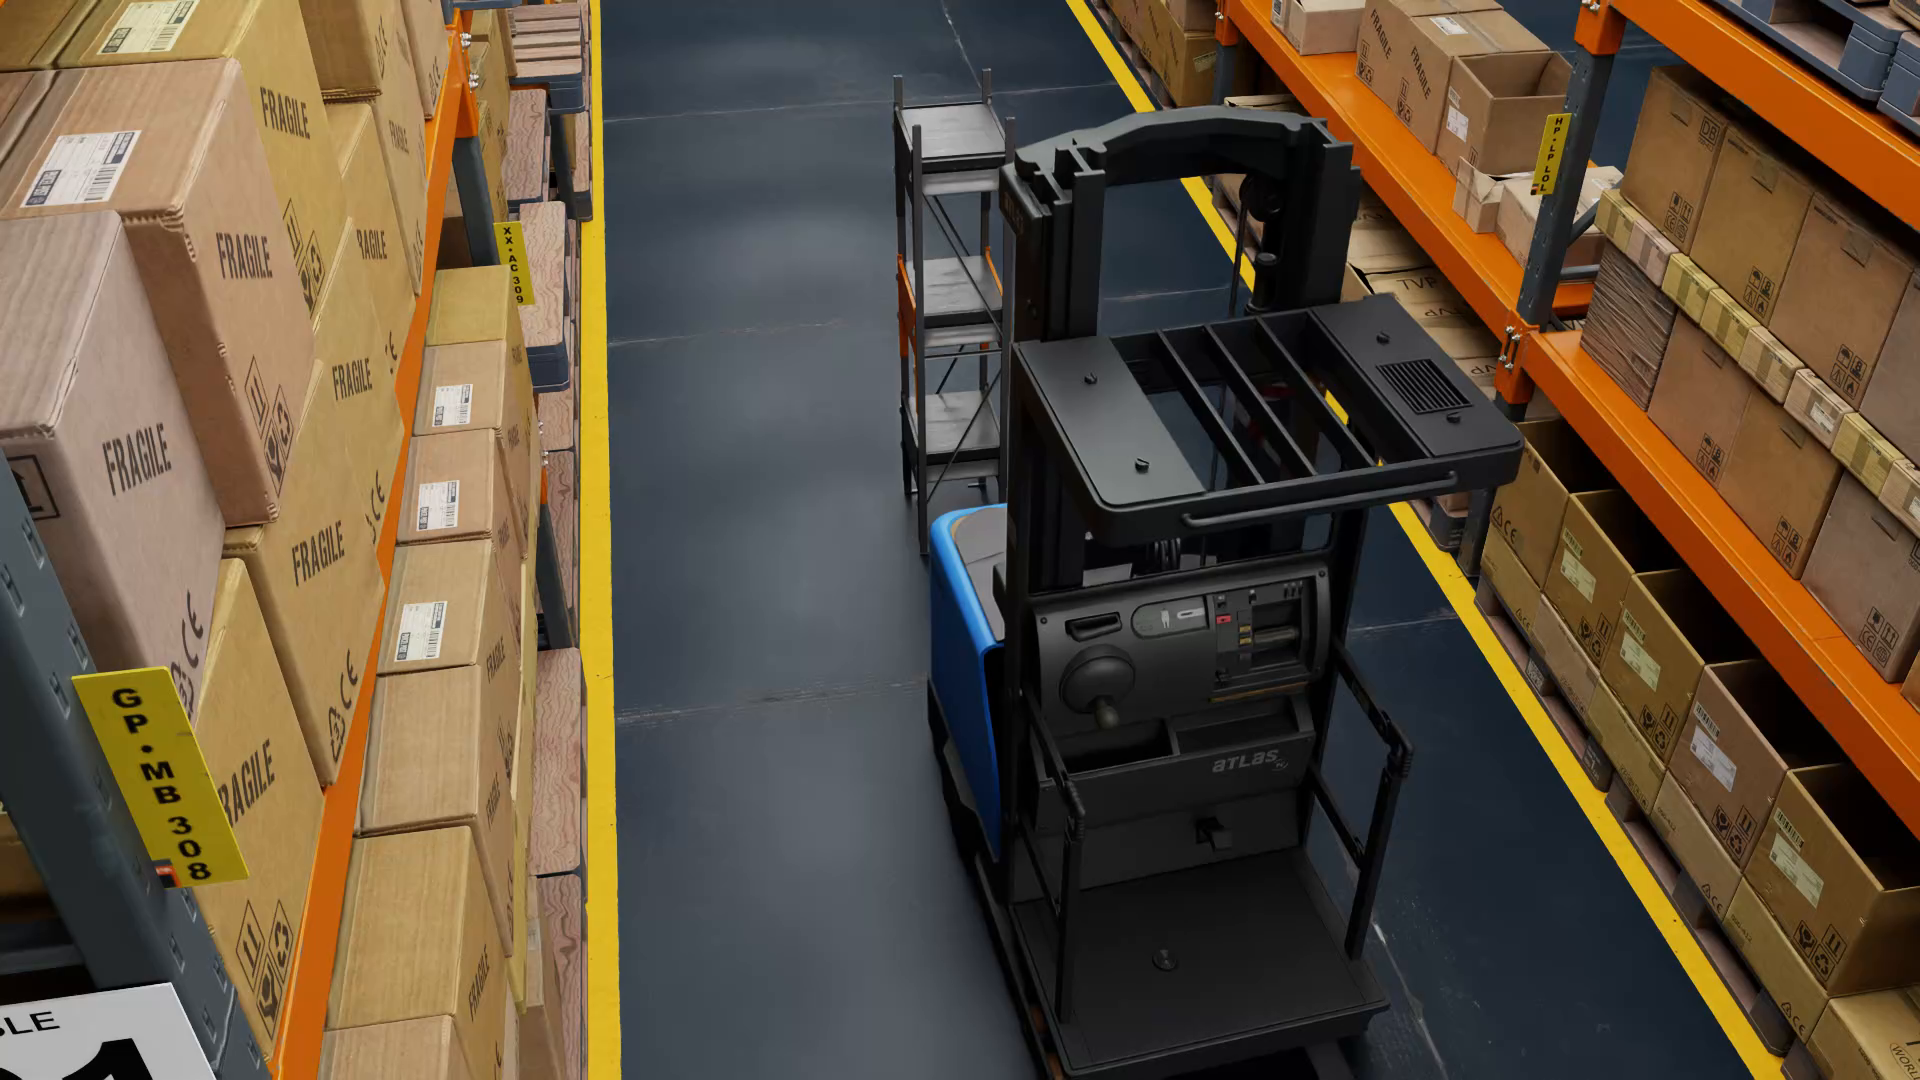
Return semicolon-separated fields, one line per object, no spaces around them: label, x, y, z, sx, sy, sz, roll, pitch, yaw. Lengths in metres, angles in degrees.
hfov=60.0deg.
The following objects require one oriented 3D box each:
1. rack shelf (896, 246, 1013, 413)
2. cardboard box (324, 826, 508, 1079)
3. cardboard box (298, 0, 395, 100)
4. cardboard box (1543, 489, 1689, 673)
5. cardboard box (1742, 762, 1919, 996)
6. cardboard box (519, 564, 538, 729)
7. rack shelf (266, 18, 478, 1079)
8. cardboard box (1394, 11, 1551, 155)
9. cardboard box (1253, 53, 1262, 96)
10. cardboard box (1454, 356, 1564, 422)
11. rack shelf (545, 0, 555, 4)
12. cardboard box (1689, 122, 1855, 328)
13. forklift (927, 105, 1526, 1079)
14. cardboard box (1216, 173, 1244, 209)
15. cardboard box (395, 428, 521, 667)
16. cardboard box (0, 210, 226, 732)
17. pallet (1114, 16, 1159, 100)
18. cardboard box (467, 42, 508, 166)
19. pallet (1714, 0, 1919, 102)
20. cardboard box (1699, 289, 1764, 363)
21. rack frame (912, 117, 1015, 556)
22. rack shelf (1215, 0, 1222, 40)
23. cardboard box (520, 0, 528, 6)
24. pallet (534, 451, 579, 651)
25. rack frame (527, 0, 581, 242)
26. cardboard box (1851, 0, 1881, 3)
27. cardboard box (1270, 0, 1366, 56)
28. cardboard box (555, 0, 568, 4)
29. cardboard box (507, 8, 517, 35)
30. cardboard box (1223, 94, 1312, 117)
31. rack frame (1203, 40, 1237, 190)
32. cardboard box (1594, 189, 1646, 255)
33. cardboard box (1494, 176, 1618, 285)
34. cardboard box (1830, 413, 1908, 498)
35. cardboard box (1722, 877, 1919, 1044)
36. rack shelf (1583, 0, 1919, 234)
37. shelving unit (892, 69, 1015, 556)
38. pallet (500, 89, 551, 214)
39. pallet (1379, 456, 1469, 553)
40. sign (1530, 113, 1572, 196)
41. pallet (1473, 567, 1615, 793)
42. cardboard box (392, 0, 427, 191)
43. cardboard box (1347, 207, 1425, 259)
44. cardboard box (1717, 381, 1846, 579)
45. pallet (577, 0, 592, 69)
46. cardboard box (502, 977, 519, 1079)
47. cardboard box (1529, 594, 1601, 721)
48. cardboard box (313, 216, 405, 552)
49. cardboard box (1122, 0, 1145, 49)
rack shelf;-0.029;-0.918;7.243;0.431;0.518;0.480;-6;38;-8
cardboard box;-1.265;0.988;3.528;0.500;0.500;0.500;-6;38;-8
cardboard box;-1.539;-1.272;3.585;0.500;0.500;0.500;-7;38;-10
cardboard box;2.643;0.141;6.412;0.500;0.500;0.500;-6;38;-8
cardboard box;2.899;1.047;5.244;0.500;0.500;0.500;-6;38;-8
cardboard box;-1.538;0.346;4.966;0.500;0.250;0.500;-6;38;-8
rack shelf;-1.751;-0.256;3.775;1.077;0.370;4.000;-6;38;-8
cardboard box;2.476;-2.224;8.086;0.500;0.500;0.500;-6;38;-8
cardboard box;2.177;-3.322;11.260;0.500;0.500;0.500;-8;38;-10
cardboard box;2.421;-0.613;7.536;0.500;0.311;0.500;-6;38;-8
rack shelf;-3.154;-3.903;10.915;1.077;0.370;4.000;-6;38;-8
cardboard box;2.948;-1.077;5.553;0.700;0.500;0.500;-6;38;-8
forklift;0.734;0.394;4.854;1.130;2.935;3.031;-9;39;-11
cardboard box;1.876;-2.246;10.095;0.500;0.250;0.500;-6;38;-8
cardboard box;-1.544;0.051;4.735;0.500;0.500;0.500;-7;38;-9
cardboard box;-1.229;-0.033;1.989;0.500;0.500;0.500;-9;39;-11
pallet;1.769;-3.603;12.216;1.003;0.211;1.213;-6;38;-8
cardboard box;-2.395;-1.820;7.208;0.700;0.500;0.500;-1;38;-2
pallet;2.949;-1.735;5.166;1.003;0.211;1.213;-6;38;-8
cardboard box;2.769;-0.745;5.654;0.380;0.149;0.250;-7;38;-8
rack frame;0.014;-0.782;7.045;0.400;2.100;0.015;-6;38;-8
rack shelf;1.722;-4.438;11.604;1.077;0.370;4.000;-6;38;-8
cardboard box;-2.633;-3.111;9.499;0.380;0.149;0.250;-7;38;-9
pallet;-2.240;0.068;7.490;1.003;0.211;1.213;-6;38;-8
rack frame;-2.803;-2.979;9.140;1.000;3.000;0.127;-6;38;-8
cardboard box;2.698;-1.810;4.806;0.500;0.311;0.500;-8;39;-10
cardboard box;2.039;-2.918;9.134;0.500;0.311;0.500;-7;38;-8
cardboard box;-2.950;-3.284;10.942;0.750;0.750;0.750;-6;38;-8
cardboard box;-2.711;-2.909;8.610;0.700;0.500;0.500;-11;39;-13
cardboard box;1.876;-2.468;9.923;0.500;0.311;0.500;-5;38;-6
rack frame;2.073;-3.514;9.828;1.000;3.000;0.127;-6;38;-8
cardboard box;2.631;-1.211;6.253;0.380;0.149;0.250;-6;38;-8
cardboard box;2.645;-1.332;7.141;0.500;0.250;0.500;-4;38;-5
cardboard box;2.906;-0.275;5.049;0.380;0.149;0.250;-7;38;-8
cardboard box;2.902;1.343;5.475;0.500;0.250;0.500;-6;38;-8
rack shelf;3.125;-0.791;4.464;1.077;0.370;4.000;-6;38;-8
shelving unit;-0.029;-0.929;7.235;0.431;2.100;0.503;-6;38;-8
pallet;-2.416;-1.712;7.665;1.003;0.211;1.213;-6;38;-8
pallet;2.607;-0.438;8.141;1.003;0.211;1.213;-6;38;-8
sign;2.242;-1.460;6.305;0.100;0.325;0.005;-6;38;-8
pallet;2.872;0.488;6.950;1.003;0.211;1.213;-6;38;-8
cardboard box;-1.694;-1.210;4.319;0.500;0.500;0.500;-9;39;-12
cardboard box;2.154;-1.533;8.720;0.500;0.311;0.500;-7;38;-9
cardboard box;3.041;-0.249;5.544;0.700;0.500;0.500;-6;38;-7
pallet;-3.295;-3.836;12.516;1.003;0.211;1.213;-6;38;-8
cardboard box;-1.279;1.263;3.785;0.500;0.250;0.500;-7;38;-9
cardboard box;2.640;0.437;6.641;0.500;0.250;0.500;-6;38;-8
cardboard box;-1.367;-0.249;3.083;0.500;0.500;0.500;-5;38;-6
cardboard box;1.489;-3.869;11.964;0.500;0.500;0.500;-8;38;-10
